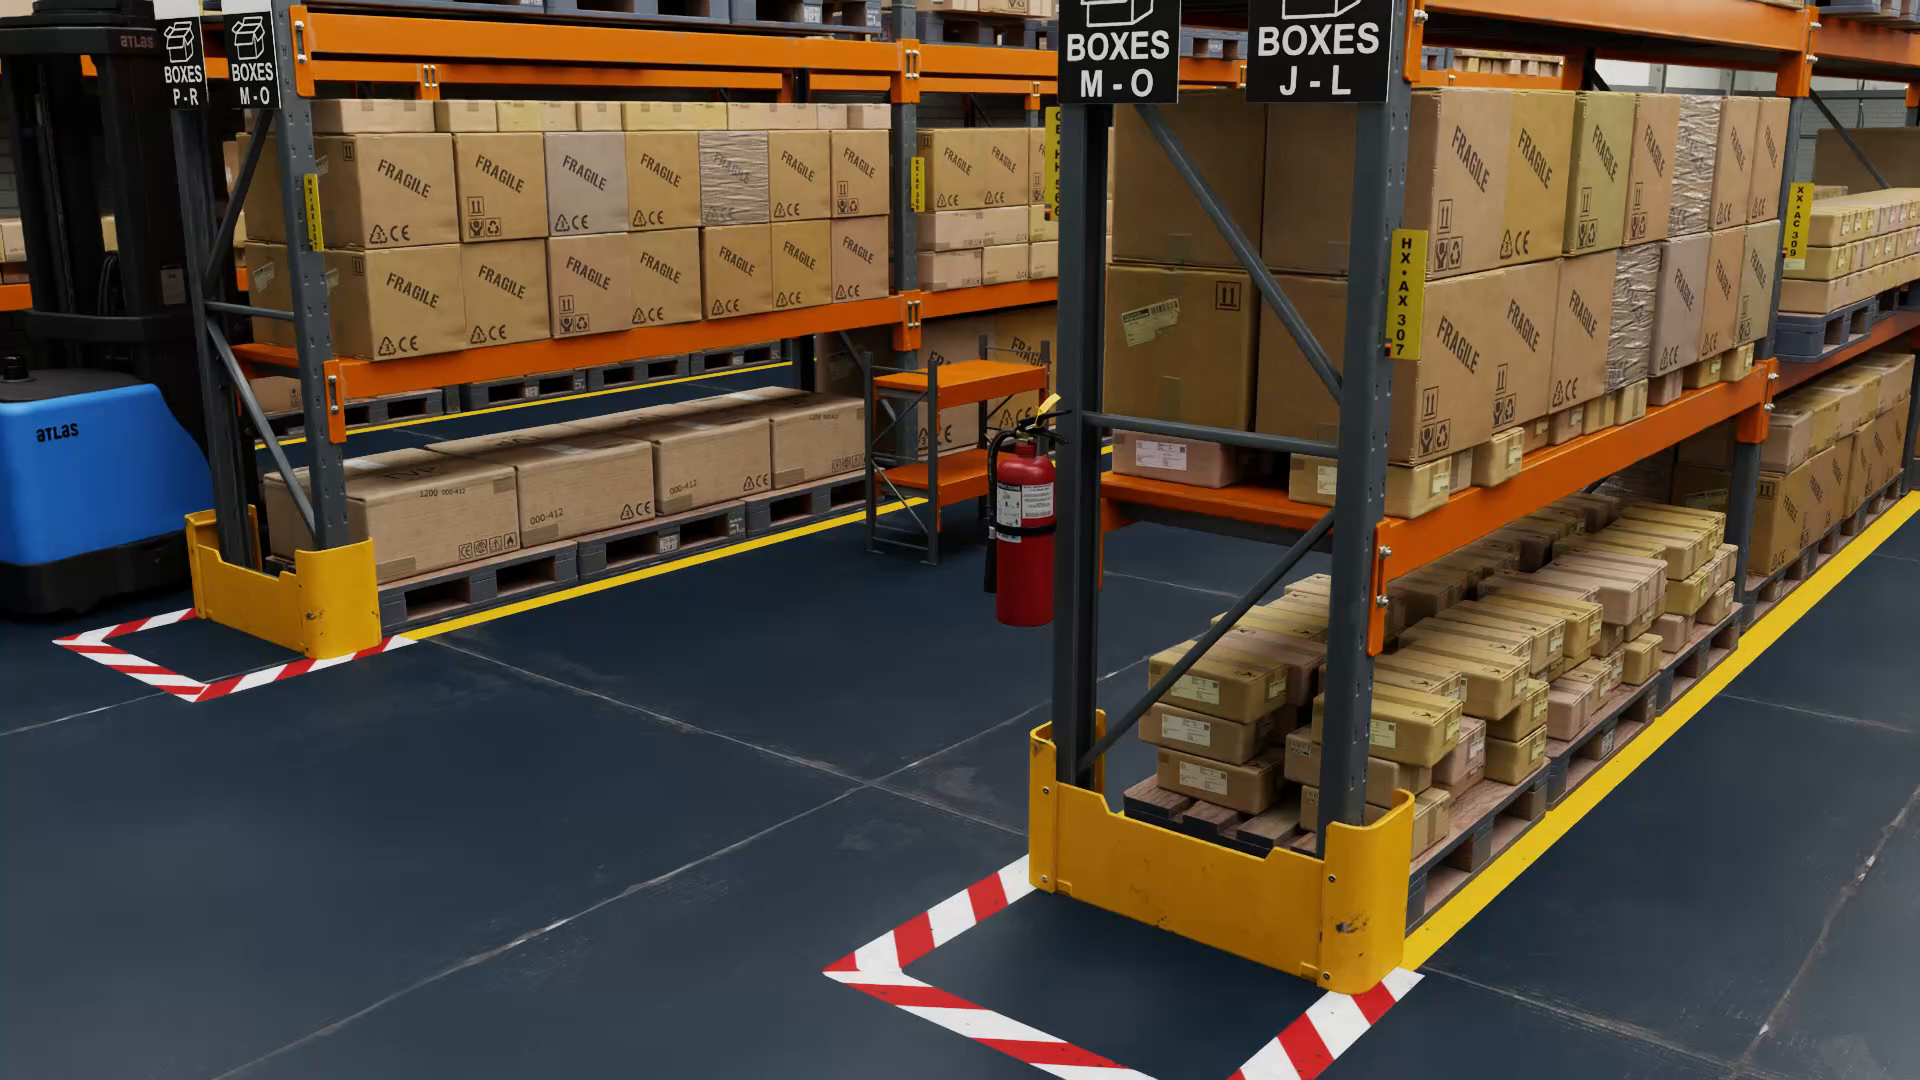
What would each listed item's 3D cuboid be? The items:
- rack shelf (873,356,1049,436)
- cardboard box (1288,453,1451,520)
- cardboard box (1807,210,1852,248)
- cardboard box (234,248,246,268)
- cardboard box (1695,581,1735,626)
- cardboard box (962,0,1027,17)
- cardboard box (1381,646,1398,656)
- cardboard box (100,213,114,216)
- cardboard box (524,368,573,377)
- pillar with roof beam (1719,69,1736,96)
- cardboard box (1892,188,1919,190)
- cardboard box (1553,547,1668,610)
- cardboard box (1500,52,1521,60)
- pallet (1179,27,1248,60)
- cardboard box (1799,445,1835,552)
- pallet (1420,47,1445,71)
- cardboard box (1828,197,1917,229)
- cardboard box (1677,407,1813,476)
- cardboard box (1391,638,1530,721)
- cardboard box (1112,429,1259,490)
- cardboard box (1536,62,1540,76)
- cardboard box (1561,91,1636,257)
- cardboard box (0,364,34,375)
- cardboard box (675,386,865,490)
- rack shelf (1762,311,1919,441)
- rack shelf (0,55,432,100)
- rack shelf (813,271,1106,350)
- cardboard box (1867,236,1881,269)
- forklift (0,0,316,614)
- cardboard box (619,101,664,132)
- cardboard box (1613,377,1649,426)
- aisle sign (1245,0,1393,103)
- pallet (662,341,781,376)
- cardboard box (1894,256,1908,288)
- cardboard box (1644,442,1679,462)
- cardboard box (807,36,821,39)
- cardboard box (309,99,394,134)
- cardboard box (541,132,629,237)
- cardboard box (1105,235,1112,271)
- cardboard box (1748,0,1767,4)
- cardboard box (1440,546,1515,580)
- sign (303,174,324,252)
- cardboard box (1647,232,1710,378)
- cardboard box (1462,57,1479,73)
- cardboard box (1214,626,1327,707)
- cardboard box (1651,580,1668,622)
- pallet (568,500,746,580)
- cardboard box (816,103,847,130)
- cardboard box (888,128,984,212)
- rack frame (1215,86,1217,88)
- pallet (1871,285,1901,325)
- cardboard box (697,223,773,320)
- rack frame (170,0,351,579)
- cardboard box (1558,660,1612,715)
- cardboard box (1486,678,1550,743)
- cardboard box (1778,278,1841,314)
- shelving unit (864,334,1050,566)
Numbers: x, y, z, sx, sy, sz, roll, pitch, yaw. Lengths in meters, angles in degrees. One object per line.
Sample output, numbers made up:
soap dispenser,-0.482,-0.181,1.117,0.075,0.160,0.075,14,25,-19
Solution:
rack shelf,-0.004,-0.828,9.407,0.538,0.278,1.000,11,18,38
cardboard box,1.166,-0.177,4.739,0.380,0.149,0.250,11,18,37
cardboard box,3.827,-1.428,7.602,0.380,0.149,0.250,12,19,40
cardboard box,-5.424,-2.108,12.339,0.380,0.149,0.250,12,18,38
cardboard box,3.240,0.252,7.475,0.380,0.149,0.250,12,18,38
cardboard box,0.088,-3.630,10.673,0.500,0.500,0.500,11,18,37
cardboard box,1.392,0.466,6.031,0.380,0.149,0.250,11,18,37
cardboard box,-6.346,-2.195,11.873,0.500,0.250,0.500,12,19,39
cardboard box,-3.749,-1.721,14.530,0.500,0.500,0.500,11,18,37
pillar with roof beam,24.052,-12.859,41.964,9.100,9.000,0.400,11,18,38
cardboard box,5.784,-2.025,9.952,0.380,0.149,0.250,10,18,35
cardboard box,2.598,0.152,6.661,0.380,0.149,0.250,10,17,35
cardboard box,5.468,-5.094,17.191,0.500,0.250,0.500,11,18,38
pallet,1.459,-3.797,12.770,1.213,0.211,1.003,12,19,40
cardboard box,4.224,-0.248,8.731,0.500,0.500,0.500,12,19,40
pallet,3.865,-4.594,15.903,1.213,0.211,1.003,11,18,38
cardboard box,4.806,-1.728,8.783,0.380,0.149,0.250,12,19,39
cardboard box,3.892,-0.510,8.239,0.500,0.250,0.500,10,18,35
cardboard box,1.639,0.454,5.471,0.380,0.149,0.250,11,18,37
cardboard box,0.693,-0.272,5.113,0.380,0.149,0.250,11,18,38
cardboard box,6.017,-5.078,17.939,0.380,0.149,0.250,11,18,36
cardboard box,1.853,-1.204,5.431,0.500,0.500,0.500,11,18,36
cardboard box,-6.611,-0.898,11.283,0.797,0.503,0.637,10,18,35
cardboard box,-1.170,-0.659,10.474,0.875,0.438,0.875,11,18,37
rack shelf,4.479,-1.088,9.276,1.077,0.370,4.000,11,18,38
rack shelf,-5.812,-3.290,11.851,1.077,0.370,4.000,11,18,38
rack shelf,0.565,-1.835,12.215,1.077,0.370,4.000,11,18,38
cardboard box,4.313,-1.433,8.226,0.380,0.149,0.250,10,18,35
forklift,-4.157,-1.379,9.098,1.130,2.935,3.031,7,16,26
cardboard box,-1.760,-2.198,8.630,0.380,0.149,0.250,11,18,36
cardboard box,2.298,-0.531,6.130,0.380,0.149,0.250,12,18,39
aisle sign,0.895,-1.487,4.106,0.394,0.787,0.004,11,18,38
pallet,-2.540,-1.845,16.458,1.003,0.211,1.213,11,18,38
cardboard box,4.804,-1.439,8.851,0.380,0.149,0.250,10,17,35
cardboard box,3.493,-0.591,8.559,0.500,0.250,0.500,11,18,36
cardboard box,-1.586,-4.946,16.328,0.380,0.166,0.250,11,18,37
cardboard box,-2.767,-1.907,7.487,0.380,0.149,0.250,12,18,39
cardboard box,-2.046,-1.815,8.443,0.500,0.500,0.500,11,18,37
cardboard box,0.770,-2.061,11.947,0.500,0.250,0.500,11,18,37
cardboard box,2.801,-2.205,6.425,0.500,0.250,0.500,11,18,37
cardboard box,2.028,0.124,6.771,0.380,0.149,0.250,10,18,35
sign,-2.778,-1.405,7.144,0.100,0.325,0.005,11,18,38
cardboard box,2.497,-0.916,6.329,0.500,0.500,0.500,11,18,37
cardboard box,4.933,-4.728,16.558,0.380,0.149,0.250,11,18,38
cardboard box,1.046,0.422,5.598,0.380,0.149,0.250,12,18,39
cardboard box,2.722,0.230,6.957,0.380,0.149,0.250,11,18,38
pallet,-1.997,-0.081,9.512,1.003,0.211,1.213,11,18,38
cardboard box,-0.888,-2.506,9.844,0.380,0.149,0.250,12,18,39
cardboard box,-0.192,-2.373,10.640,0.500,0.500,0.500,12,18,38
rack frame,2.987,-4.866,22.686,1.000,3.000,0.127,11,18,38
pallet,4.524,-1.342,9.201,1.003,0.211,1.213,11,18,38
cardboard box,-1.408,-1.523,9.322,0.500,0.500,0.500,11,18,37
rack frame,-3.206,-1.035,7.603,1.000,3.000,0.127,11,18,38
cardboard box,2.248,0.541,6.337,0.380,0.149,0.250,11,18,38
cardboard box,1.783,0.549,5.703,0.380,0.149,0.250,12,19,39
cardboard box,3.827,-1.140,7.675,0.380,0.149,0.250,10,17,35
shelving unit,-0.004,-0.544,9.479,0.538,1.125,1.048,11,18,38
